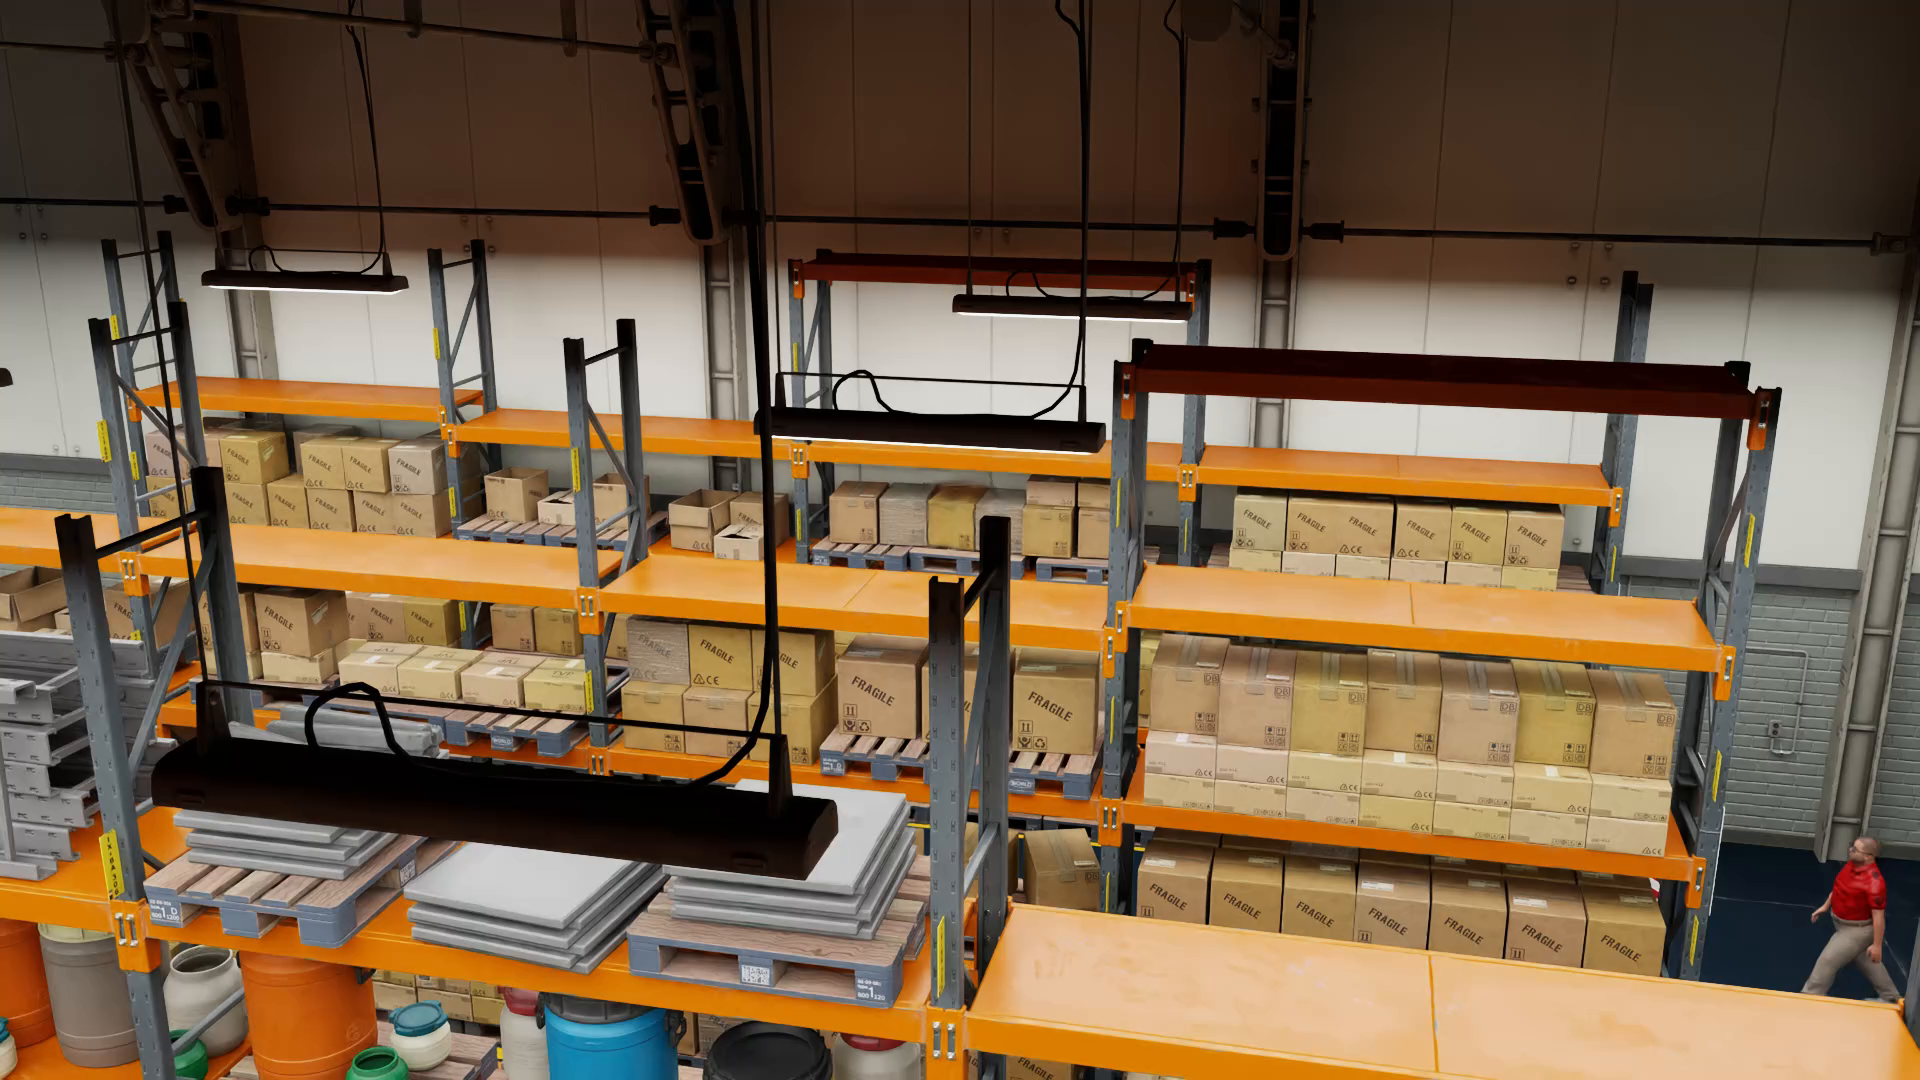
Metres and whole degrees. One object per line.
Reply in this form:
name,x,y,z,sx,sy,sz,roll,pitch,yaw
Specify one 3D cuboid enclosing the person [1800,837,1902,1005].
person,7.569,3.280,14.149,1.099,1.664,0.598,3,17,10
